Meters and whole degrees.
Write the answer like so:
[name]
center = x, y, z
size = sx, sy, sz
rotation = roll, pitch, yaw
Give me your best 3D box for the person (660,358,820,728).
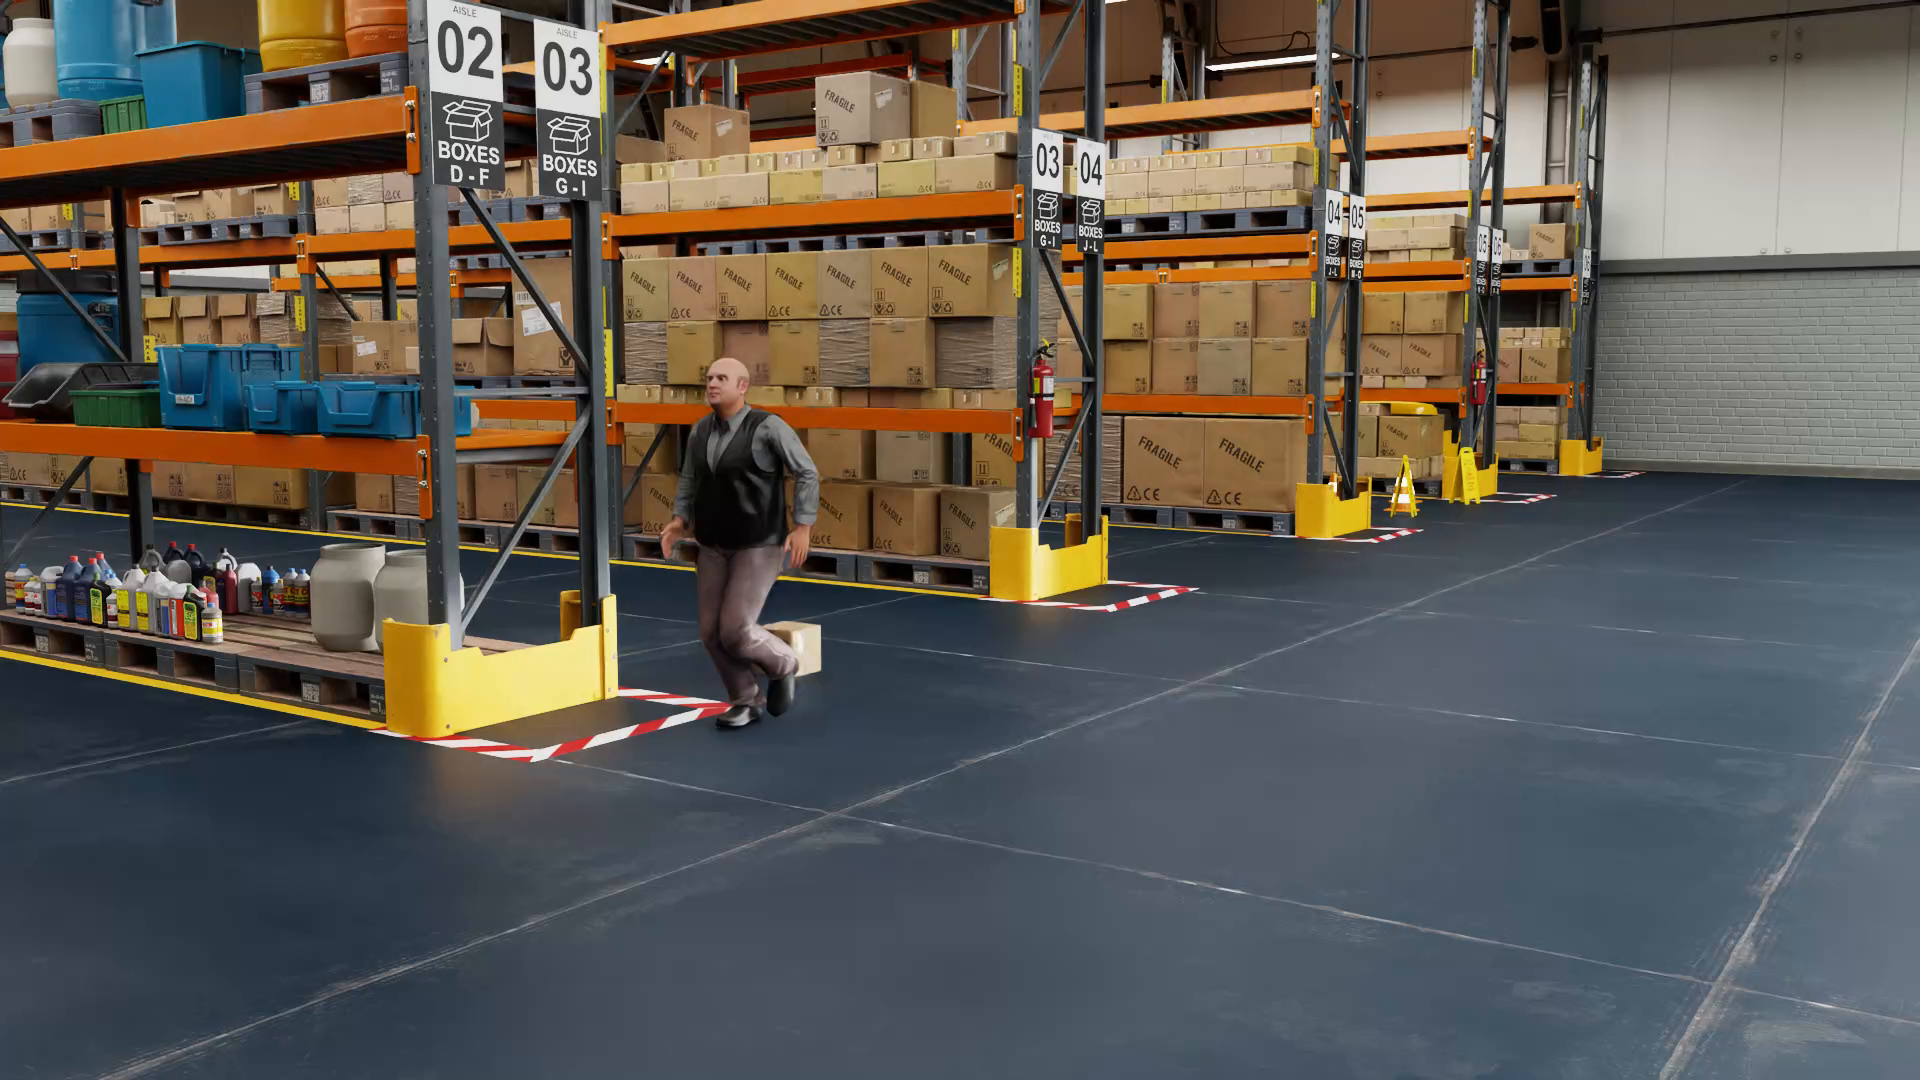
[person]
center = -0.981, 0.019, 7.445
size = 0.687, 1.659, 0.562
rotation = 4, 7, 30
